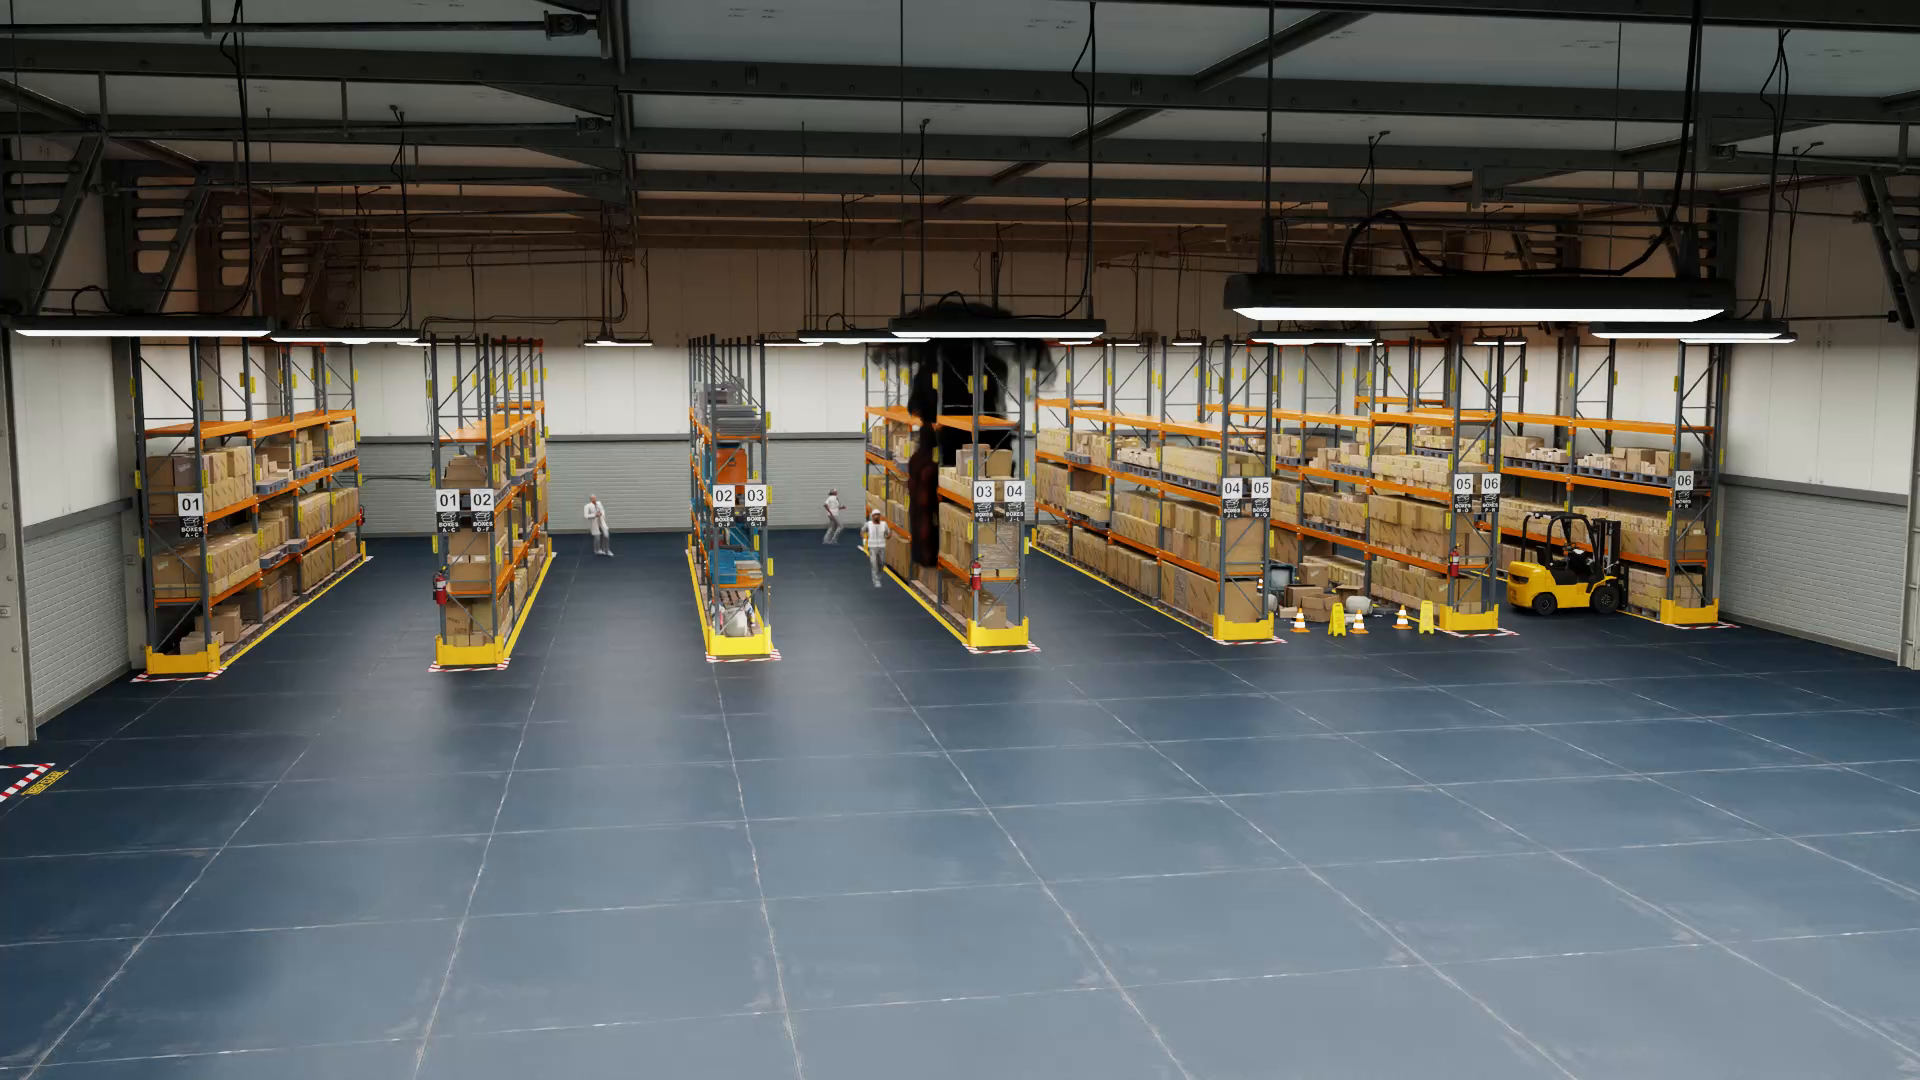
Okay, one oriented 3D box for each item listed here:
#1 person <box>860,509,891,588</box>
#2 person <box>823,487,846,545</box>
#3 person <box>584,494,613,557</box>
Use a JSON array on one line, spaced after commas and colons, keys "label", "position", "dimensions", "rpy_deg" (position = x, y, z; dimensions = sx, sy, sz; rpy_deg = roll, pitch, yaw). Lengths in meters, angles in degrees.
[{"label": "person", "position": [-1.909, 0.188, 38.137], "dimensions": [0.696, 1.793, 0.873], "rpy_deg": [-2, 7, -15]}, {"label": "person", "position": [-3.673, -0.693, 48.748], "dimensions": [0.691, 1.724, 0.548], "rpy_deg": [-1, 7, -5]}, {"label": "person", "position": [-10.079, -0.406, 46.058], "dimensions": [0.772, 1.764, 0.737], "rpy_deg": [-5, 8, -35]}]
